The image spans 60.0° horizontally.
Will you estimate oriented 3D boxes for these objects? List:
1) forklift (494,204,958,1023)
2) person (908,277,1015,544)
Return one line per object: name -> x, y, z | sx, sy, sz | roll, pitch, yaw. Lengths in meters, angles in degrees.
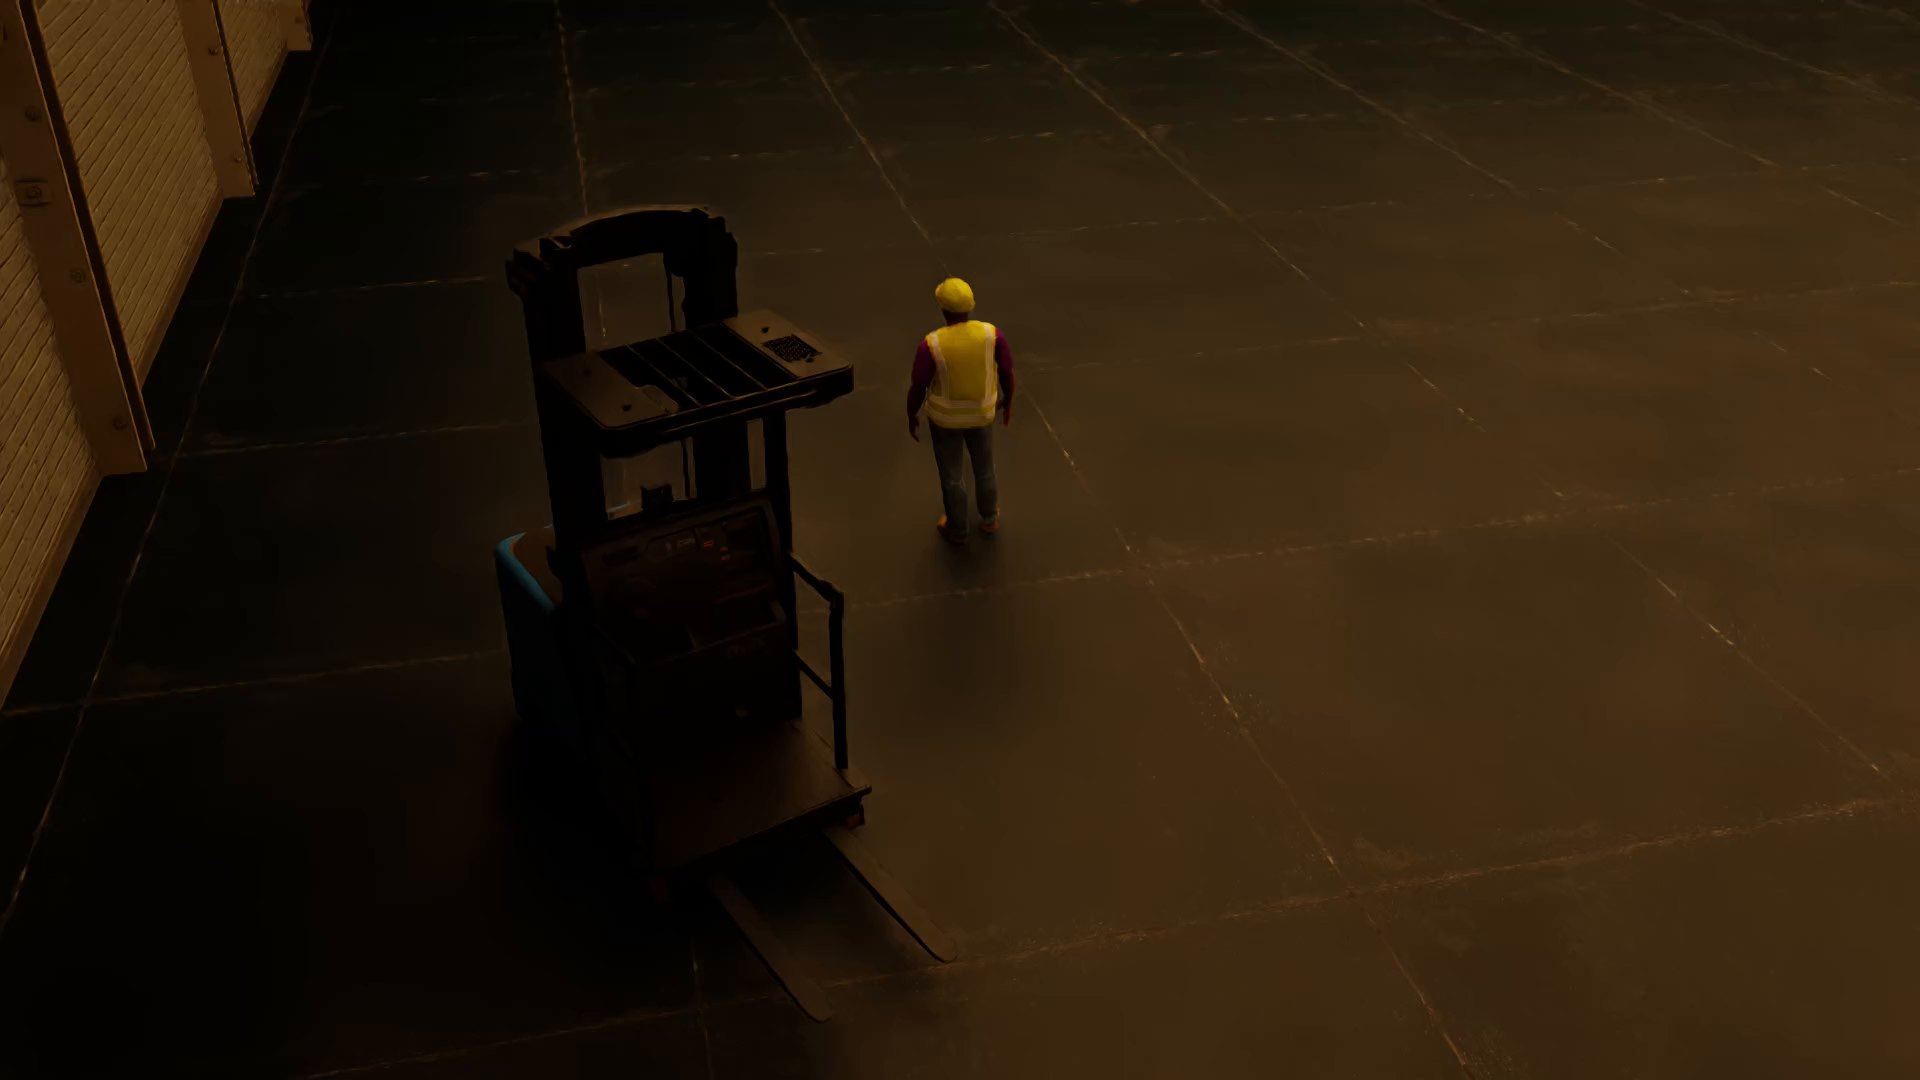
forklift -> -1.123, 0.144, 7.325 | 1.130, 2.935, 3.031 | -18, 35, -29
person -> -0.011, -0.805, 10.114 | 0.665, 1.766, 0.576 | -7, 31, -12
